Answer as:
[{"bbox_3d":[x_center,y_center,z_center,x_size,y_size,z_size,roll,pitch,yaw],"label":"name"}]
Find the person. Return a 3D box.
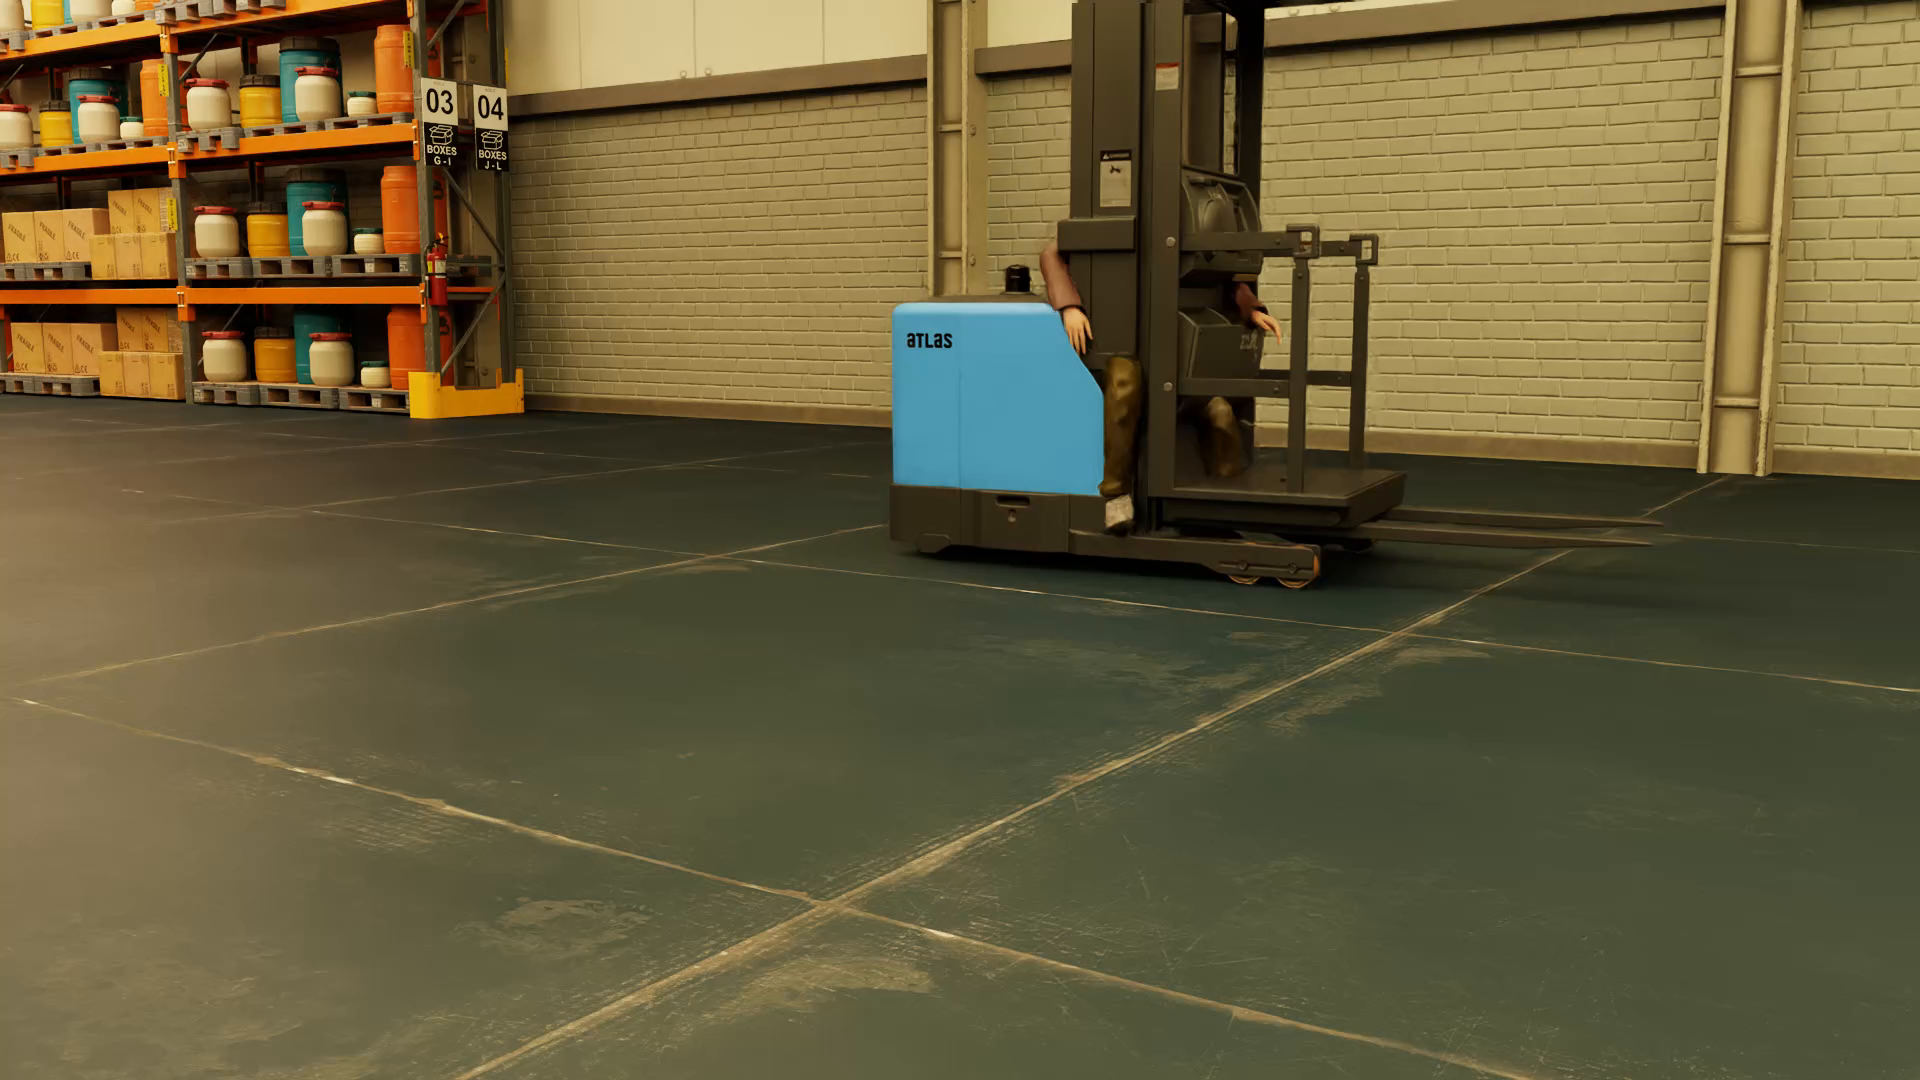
[{"bbox_3d":[0.837,-0.749,6.826,0.989,1.679,0.712,-3,9,-21],"label":"person"}]

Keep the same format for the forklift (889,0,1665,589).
[{"bbox_3d":[1.251,-1.352,6.700,3.031,2.935,1.130,4,9,26],"label":"forklift"}]
